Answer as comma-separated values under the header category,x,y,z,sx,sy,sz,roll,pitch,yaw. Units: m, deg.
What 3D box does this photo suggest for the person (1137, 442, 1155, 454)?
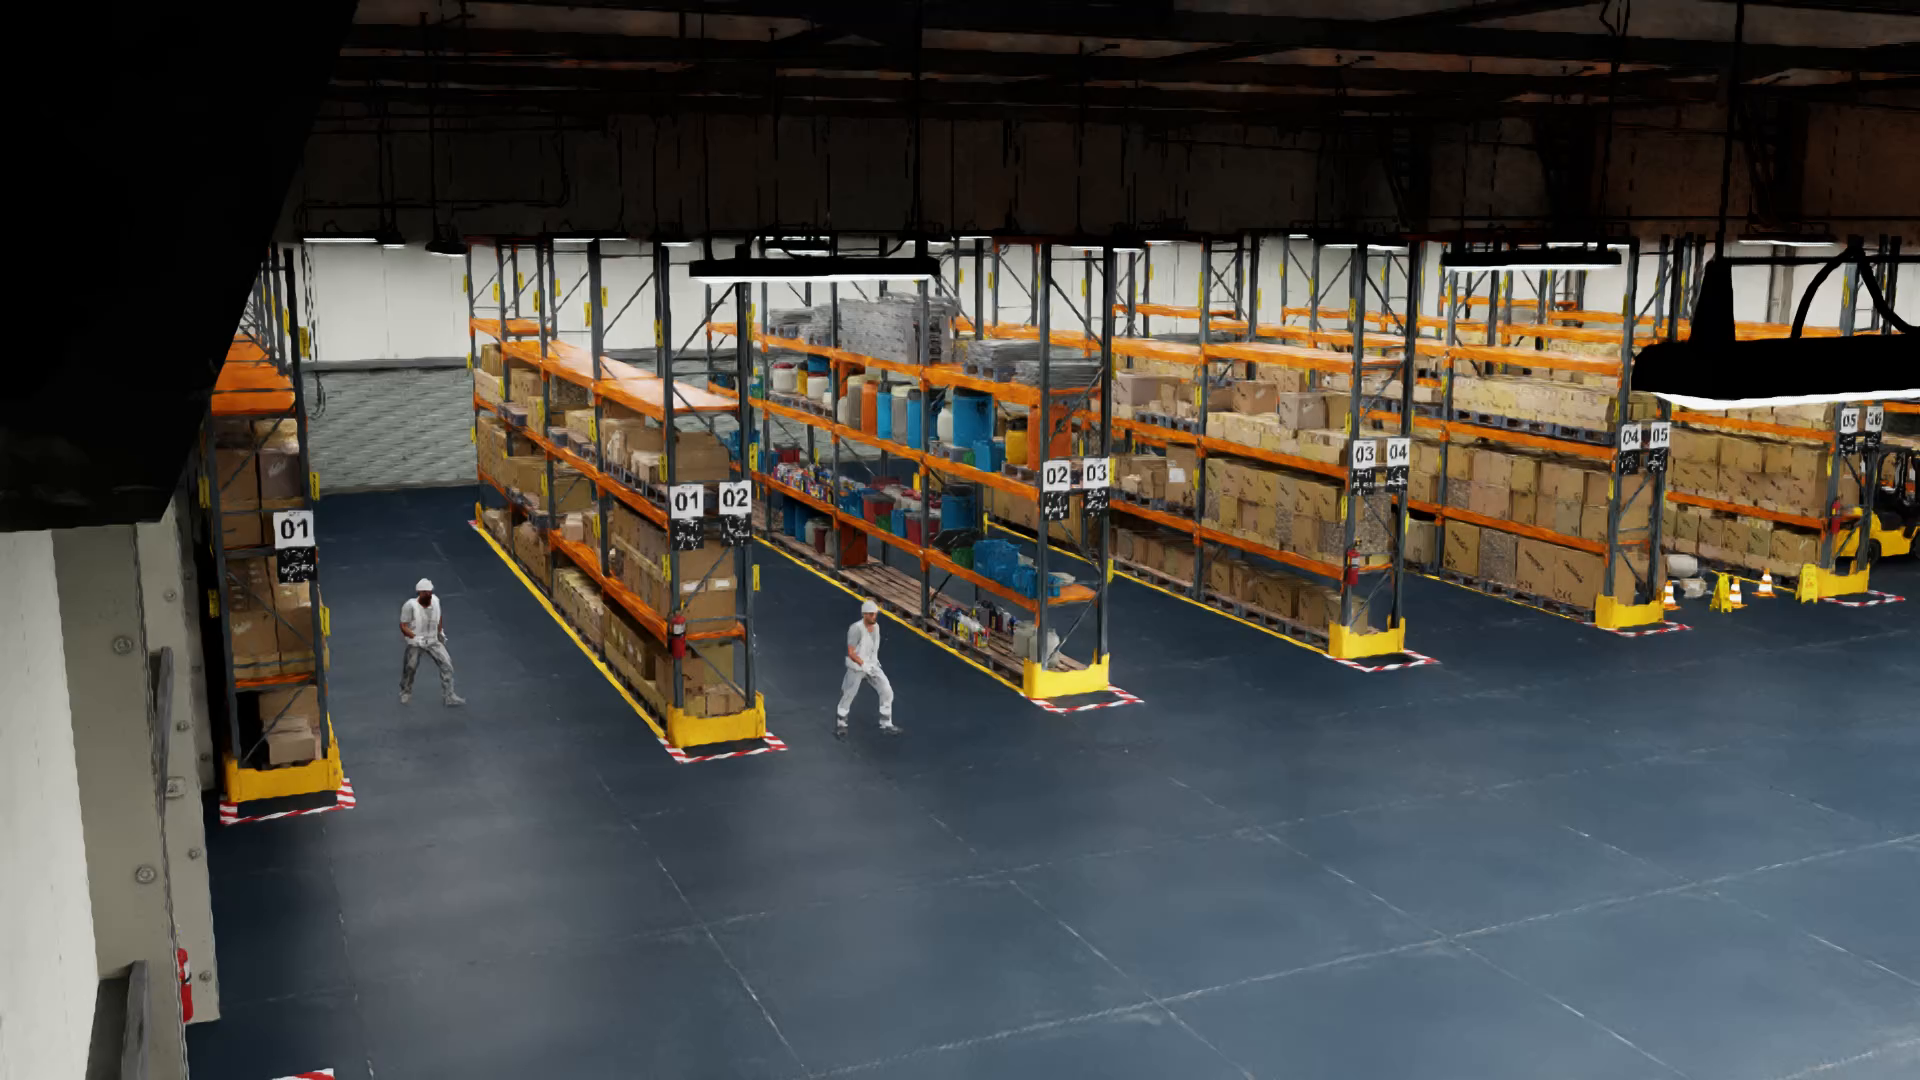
category,x,y,z,sx,sy,sz,roll,pitch,yaw
person,4.929,-3.095,44.515,0.599,1.744,0.583,2,11,12

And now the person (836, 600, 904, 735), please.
category,x,y,z,sx,sy,sz,roll,pitch,yaw
person,-1.174,1.568,20.464,0.773,1.727,0.671,11,15,44

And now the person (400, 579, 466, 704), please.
category,x,y,z,sx,sy,sz,roll,pitch,yaw
person,-7.004,1.322,21.747,0.704,1.711,0.835,-10,15,-41

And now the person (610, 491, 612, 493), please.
category,x,y,z,sx,sy,sz,roll,pitch,yaw
person,-7.932,-1.936,38.582,0.677,1.742,0.552,-5,12,-25
